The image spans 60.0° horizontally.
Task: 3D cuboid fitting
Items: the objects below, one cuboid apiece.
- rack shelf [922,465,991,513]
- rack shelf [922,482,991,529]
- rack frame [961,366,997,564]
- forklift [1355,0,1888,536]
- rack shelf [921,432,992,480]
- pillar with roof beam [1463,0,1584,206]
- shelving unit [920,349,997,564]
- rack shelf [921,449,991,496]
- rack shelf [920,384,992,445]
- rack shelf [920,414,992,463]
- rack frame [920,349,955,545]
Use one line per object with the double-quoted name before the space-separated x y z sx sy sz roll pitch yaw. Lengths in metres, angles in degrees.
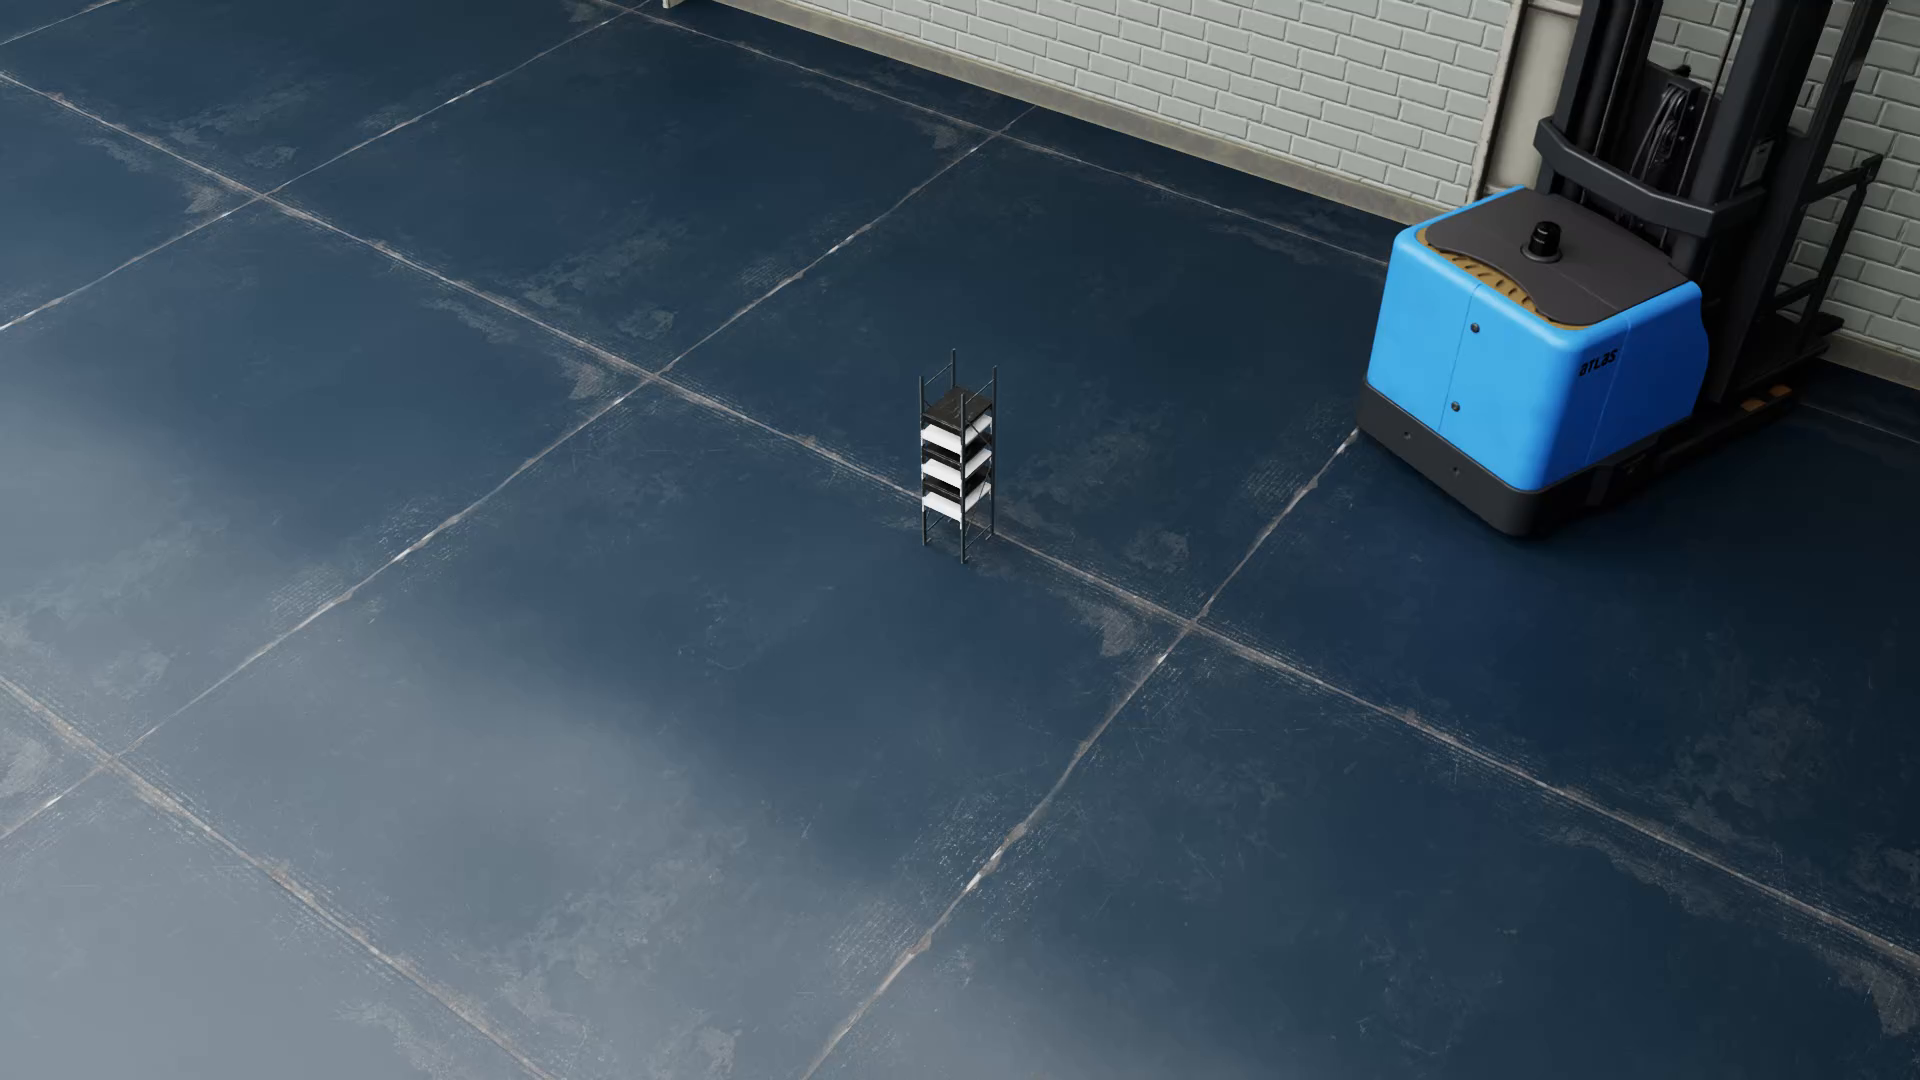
"rack shelf" -0.007 -0.247 7.036 0.200 0.077 0.258 25 48 25
"rack shelf" -0.007 -0.179 7.096 0.200 0.077 0.258 25 48 25
"rack frame" 0.077 -0.300 6.910 0.006 0.900 0.240 25 48 25
"forklift" 3.362 -1.870 7.142 3.031 2.935 1.130 -23 47 -24
"rack shelf" -0.007 -0.381 6.916 0.200 0.077 0.258 25 48 25
"pillar with roof beam" 0.390 -2.470 3.261 0.400 9.000 9.100 25 48 25
"shelving unit" -0.007 -0.338 6.953 0.210 0.900 0.258 25 48 25
"rack shelf" -0.007 -0.314 6.976 0.200 0.077 0.258 25 48 25
"rack shelf" -0.007 -0.515 6.796 0.200 0.077 0.258 25 48 25
"rack shelf" -0.007 -0.448 6.856 0.200 0.077 0.258 25 48 25
"rack frame" -0.090 -0.377 6.997 0.006 0.900 0.240 25 48 25
